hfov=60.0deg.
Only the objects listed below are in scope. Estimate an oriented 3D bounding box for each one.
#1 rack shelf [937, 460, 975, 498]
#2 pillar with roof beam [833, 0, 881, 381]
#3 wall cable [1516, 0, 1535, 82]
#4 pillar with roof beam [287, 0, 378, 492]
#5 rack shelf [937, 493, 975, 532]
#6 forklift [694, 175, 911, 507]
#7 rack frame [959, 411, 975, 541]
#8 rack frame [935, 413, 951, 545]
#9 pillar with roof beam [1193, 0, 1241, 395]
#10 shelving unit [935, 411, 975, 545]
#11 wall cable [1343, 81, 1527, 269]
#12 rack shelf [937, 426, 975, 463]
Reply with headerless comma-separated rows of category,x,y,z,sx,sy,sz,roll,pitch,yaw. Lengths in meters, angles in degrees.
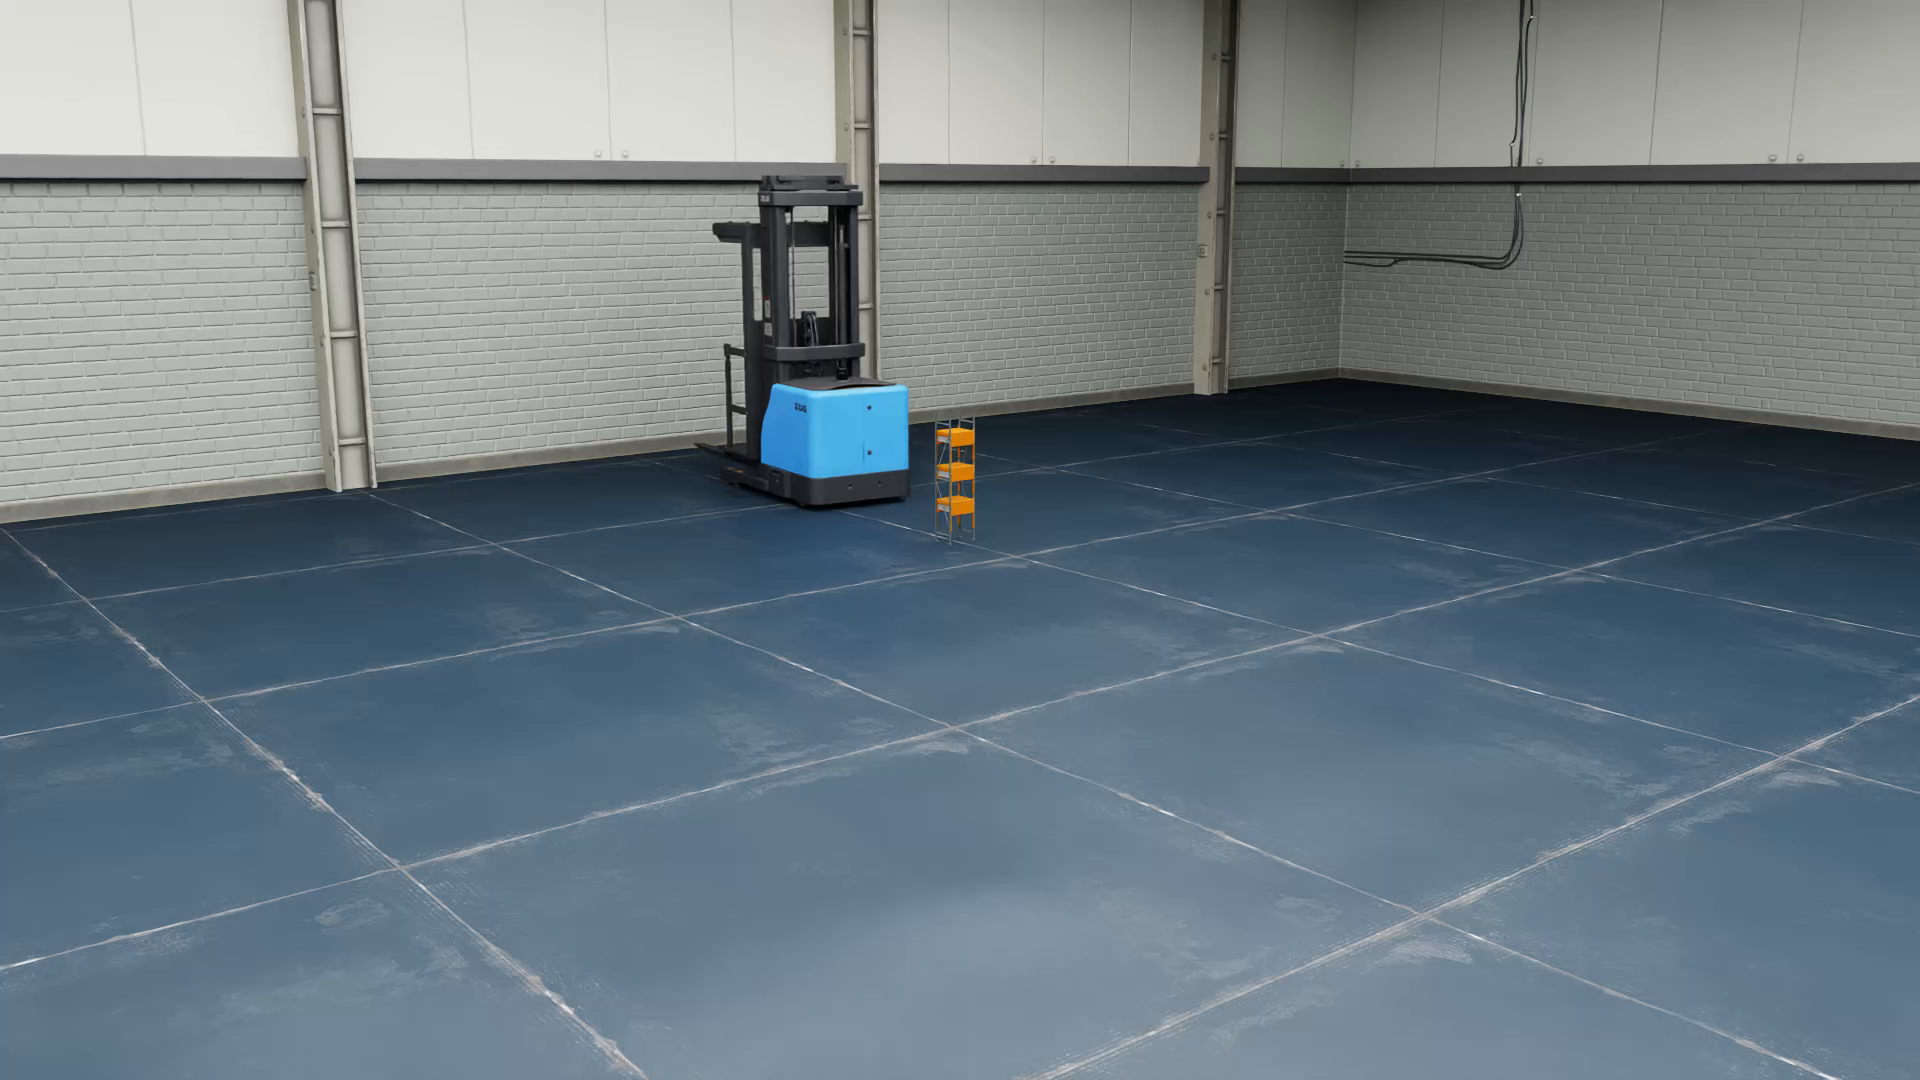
rack shelf,-0.042,-0.496,13.489,0.240,0.259,0.215,-9,15,-38
pillar with roof beam,1.516,-4.989,15.459,0.400,9.000,9.100,-9,15,-38
wall cable,8.328,-7.146,20.936,0.112,2.526,3.097,-9,15,-38
pillar with roof beam,-3.169,-4.210,11.793,0.400,9.000,9.100,-9,15,-38
rack shelf,-0.042,-0.224,13.547,0.240,0.259,0.215,-9,15,-38
forklift,-1.667,-1.988,15.935,1.130,2.935,3.031,-8,14,-32
rack frame,0.053,-0.522,13.562,0.008,1.050,0.200,-9,15,-38
rack frame,-0.137,-0.491,13.412,0.008,1.050,0.200,-9,15,-38
pillar with roof beam,6.201,-5.768,19.126,0.400,9.000,9.100,-9,15,-38
shelving unit,-0.042,-0.507,13.487,0.252,1.050,0.215,-9,15,-38
wall cable,6.638,-5.115,23.527,0.112,2.526,3.097,-9,15,-38
rack shelf,-0.042,-0.774,13.430,0.240,0.259,0.215,-9,15,-38
